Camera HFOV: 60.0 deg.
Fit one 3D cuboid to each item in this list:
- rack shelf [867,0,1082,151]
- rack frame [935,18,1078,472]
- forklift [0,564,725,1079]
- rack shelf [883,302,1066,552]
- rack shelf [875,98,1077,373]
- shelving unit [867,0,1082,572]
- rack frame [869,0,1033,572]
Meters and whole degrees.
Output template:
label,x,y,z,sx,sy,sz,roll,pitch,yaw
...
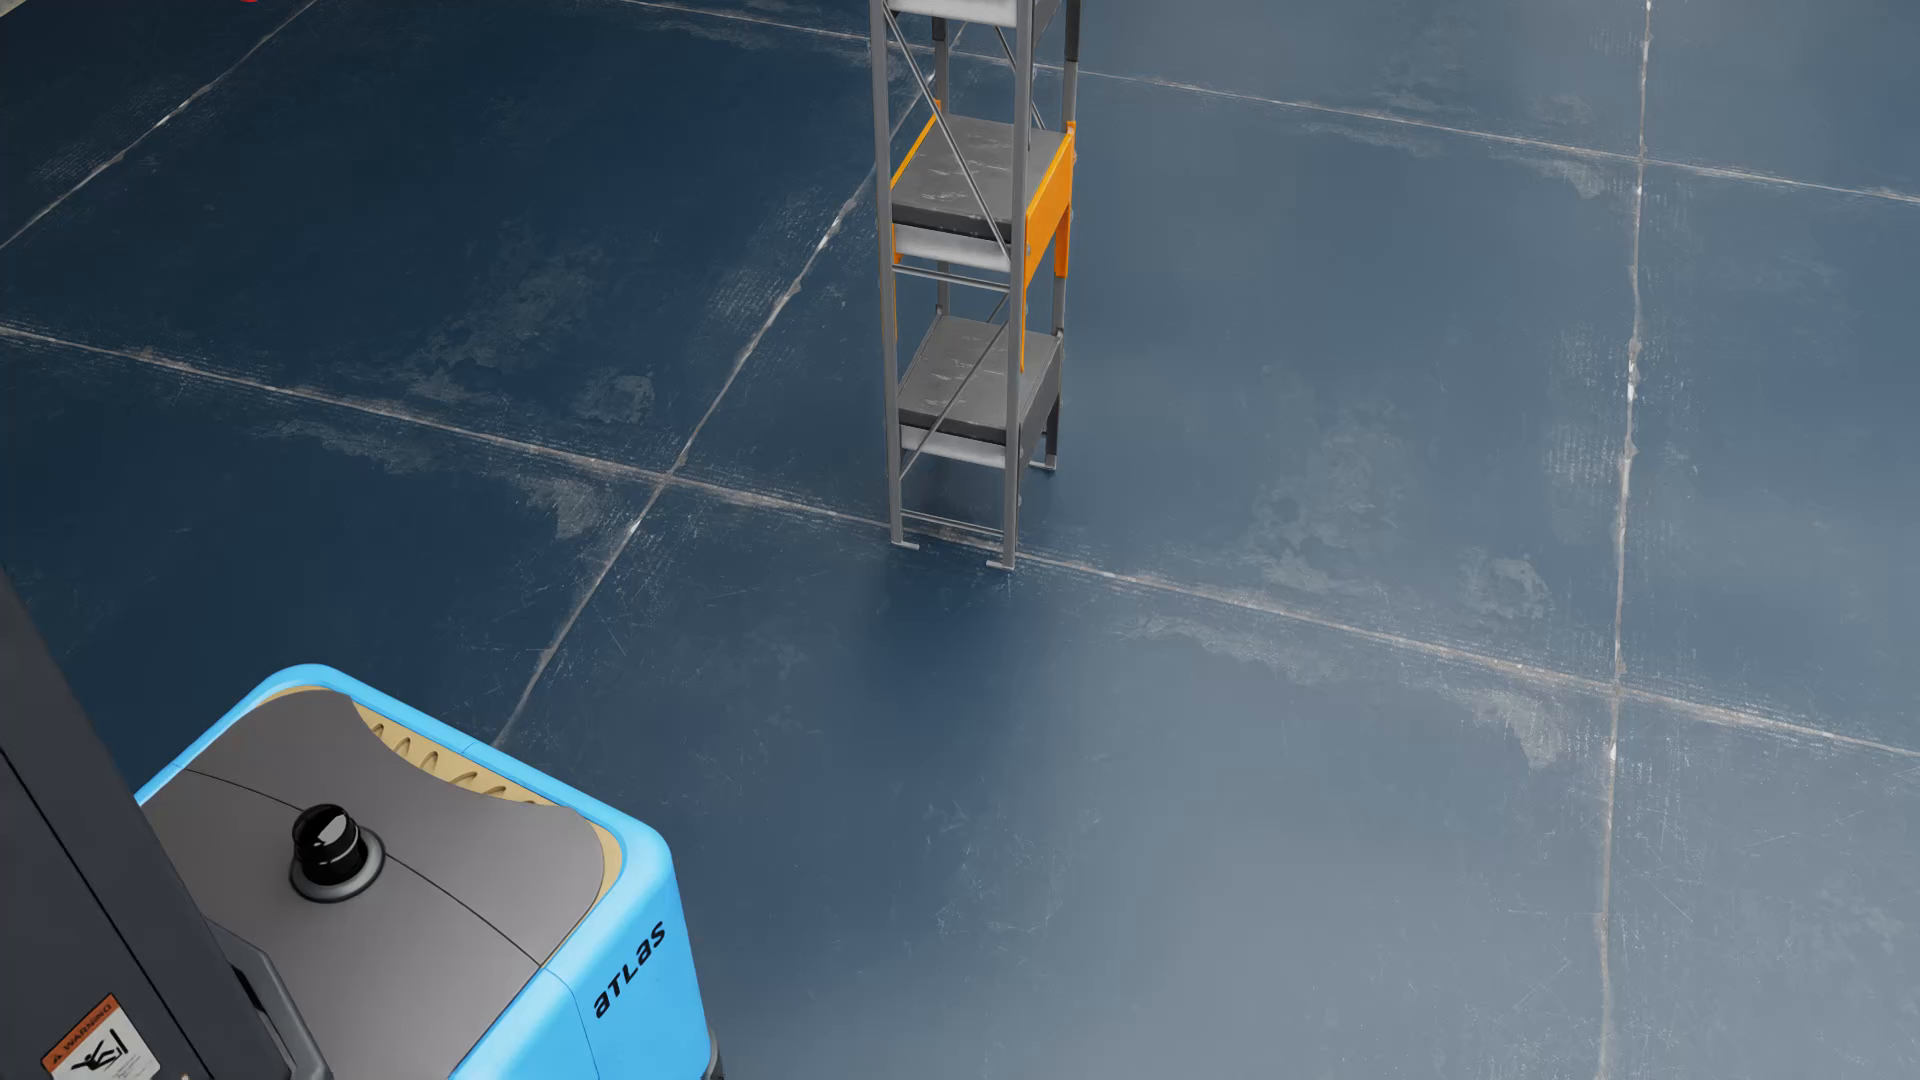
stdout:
label,x,y,z,sx,sy,sz,roll,pitch,yaw
rack shelf,0.050,-1.351,4.148,0.431,0.518,0.480,13,46,13
rack frame,0.124,-1.023,4.795,0.400,2.100,0.015,13,46,13
forklift,-1.692,1.019,2.113,1.130,2.935,3.031,21,48,20
rack shelf,0.050,-0.351,5.128,0.431,0.518,0.480,13,46,13
rack shelf,0.050,-0.851,4.638,0.431,0.518,0.480,13,46,13
shelving unit,0.050,-0.861,4.628,0.431,2.100,0.503,13,46,13
rack frame,-0.024,-0.698,4.462,0.400,2.100,0.015,13,46,13
